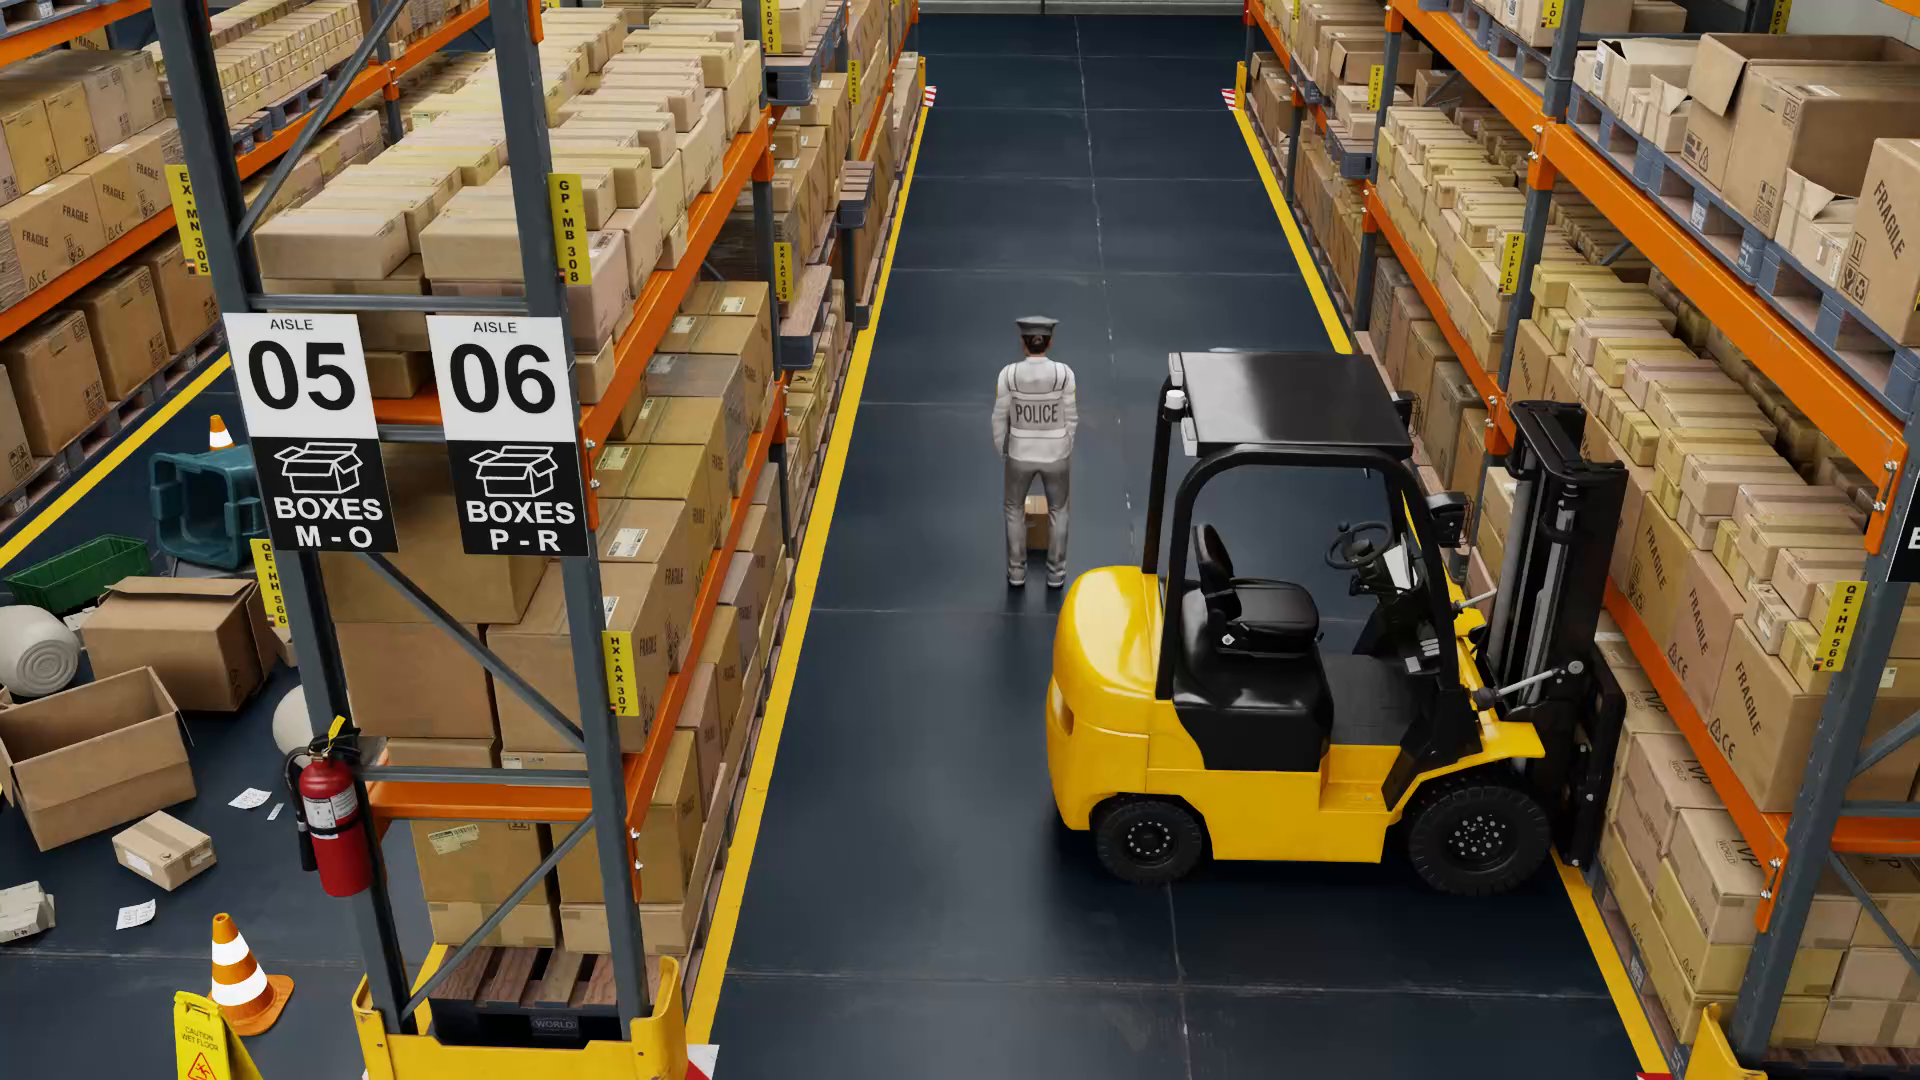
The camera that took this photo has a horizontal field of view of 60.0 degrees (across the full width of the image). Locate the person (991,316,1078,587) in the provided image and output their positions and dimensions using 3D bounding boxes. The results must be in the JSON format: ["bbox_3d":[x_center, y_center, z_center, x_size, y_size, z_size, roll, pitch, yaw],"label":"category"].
[{"bbox_3d":[0.425,-0.495,9.591,0.496,1.635,0.428,2,28,3],"label":"person"}]
